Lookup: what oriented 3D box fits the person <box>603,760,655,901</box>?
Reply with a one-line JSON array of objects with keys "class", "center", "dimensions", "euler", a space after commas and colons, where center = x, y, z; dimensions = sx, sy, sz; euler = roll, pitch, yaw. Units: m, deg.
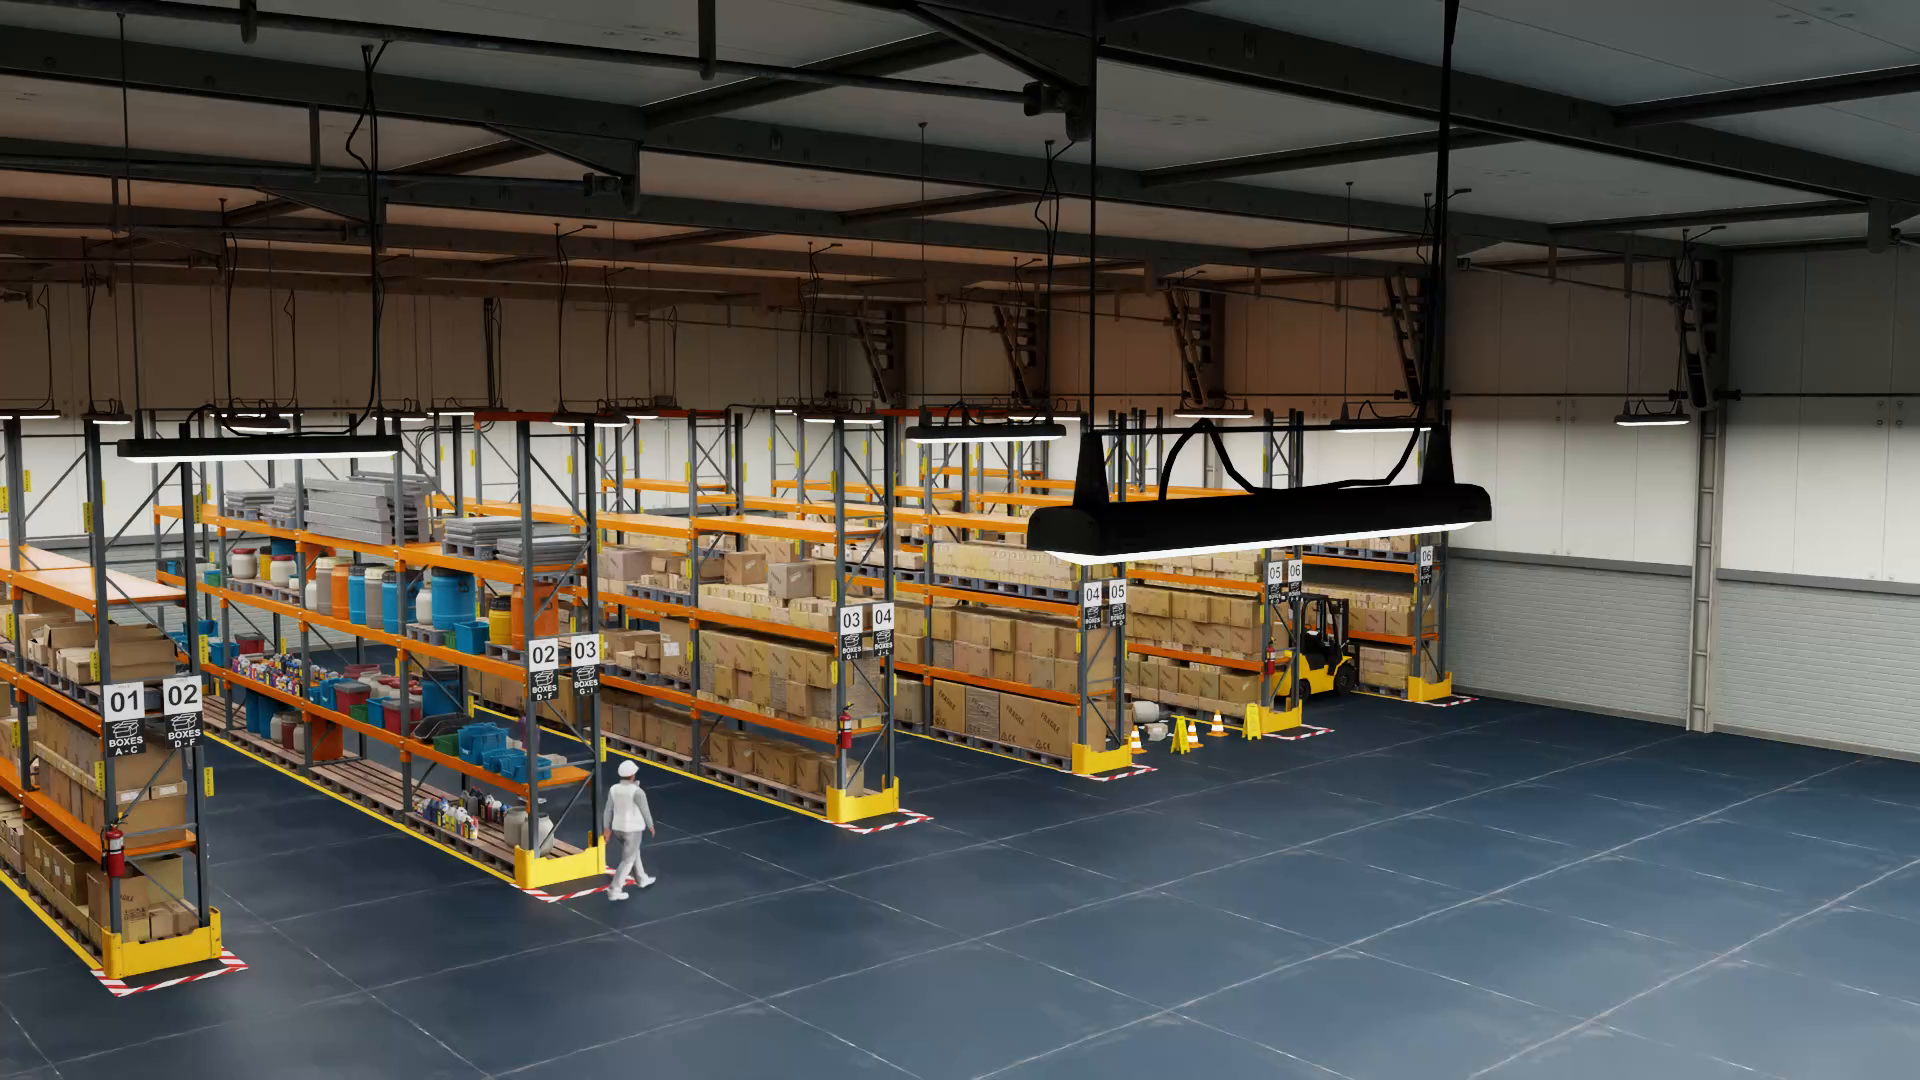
[{"class": "person", "center": [-4.112, 3.614, 20.960], "dimensions": [0.565, 1.724, 0.982], "euler": [4, 6, 37]}]

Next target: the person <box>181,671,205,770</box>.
[{"class": "person", "center": [-12.953, 3.041, 28.100], "dimensions": [0.379, 1.720, 0.541], "euler": [0, 5, -1]}]

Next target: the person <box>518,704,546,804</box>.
[{"class": "person", "center": [-6.630, 3.299, 25.729], "dimensions": [0.395, 1.624, 0.474], "euler": [-2, 5, -24]}]
